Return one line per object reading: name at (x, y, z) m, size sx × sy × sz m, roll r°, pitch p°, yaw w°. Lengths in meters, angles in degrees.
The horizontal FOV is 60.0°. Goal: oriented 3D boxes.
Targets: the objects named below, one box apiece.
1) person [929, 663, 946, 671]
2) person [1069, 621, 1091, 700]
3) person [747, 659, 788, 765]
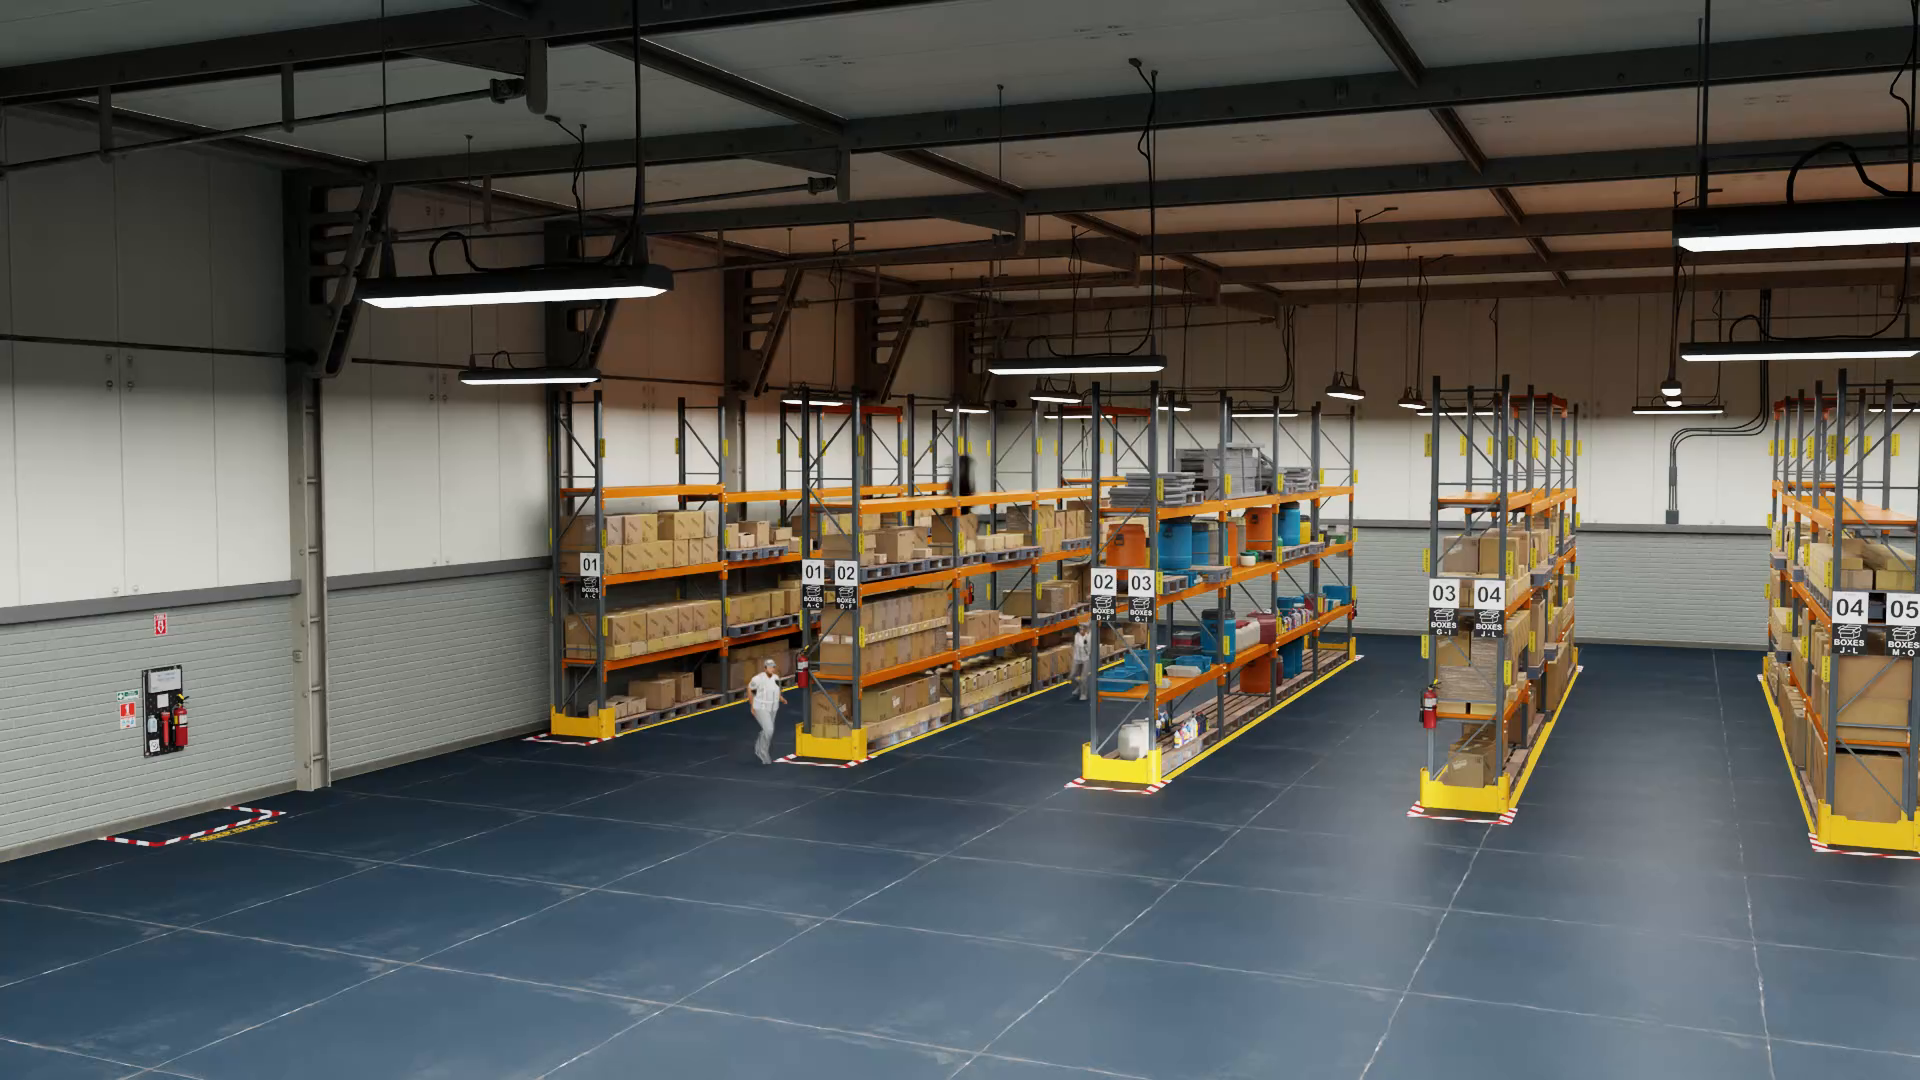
person at (-0.569, 2.160, 35.966) m, size 0.694 × 1.722 × 0.659 m, roll 1°, pitch 3°, yaw 24°
person at (2.437, 2.384, 32.853) m, size 0.712 × 1.586 × 0.619 m, roll 2°, pitch 4°, yaw 35°
person at (-3.078, 2.735, 26.462) m, size 0.814 × 1.698 × 0.508 m, roll 3°, pitch 4°, yaw 44°
